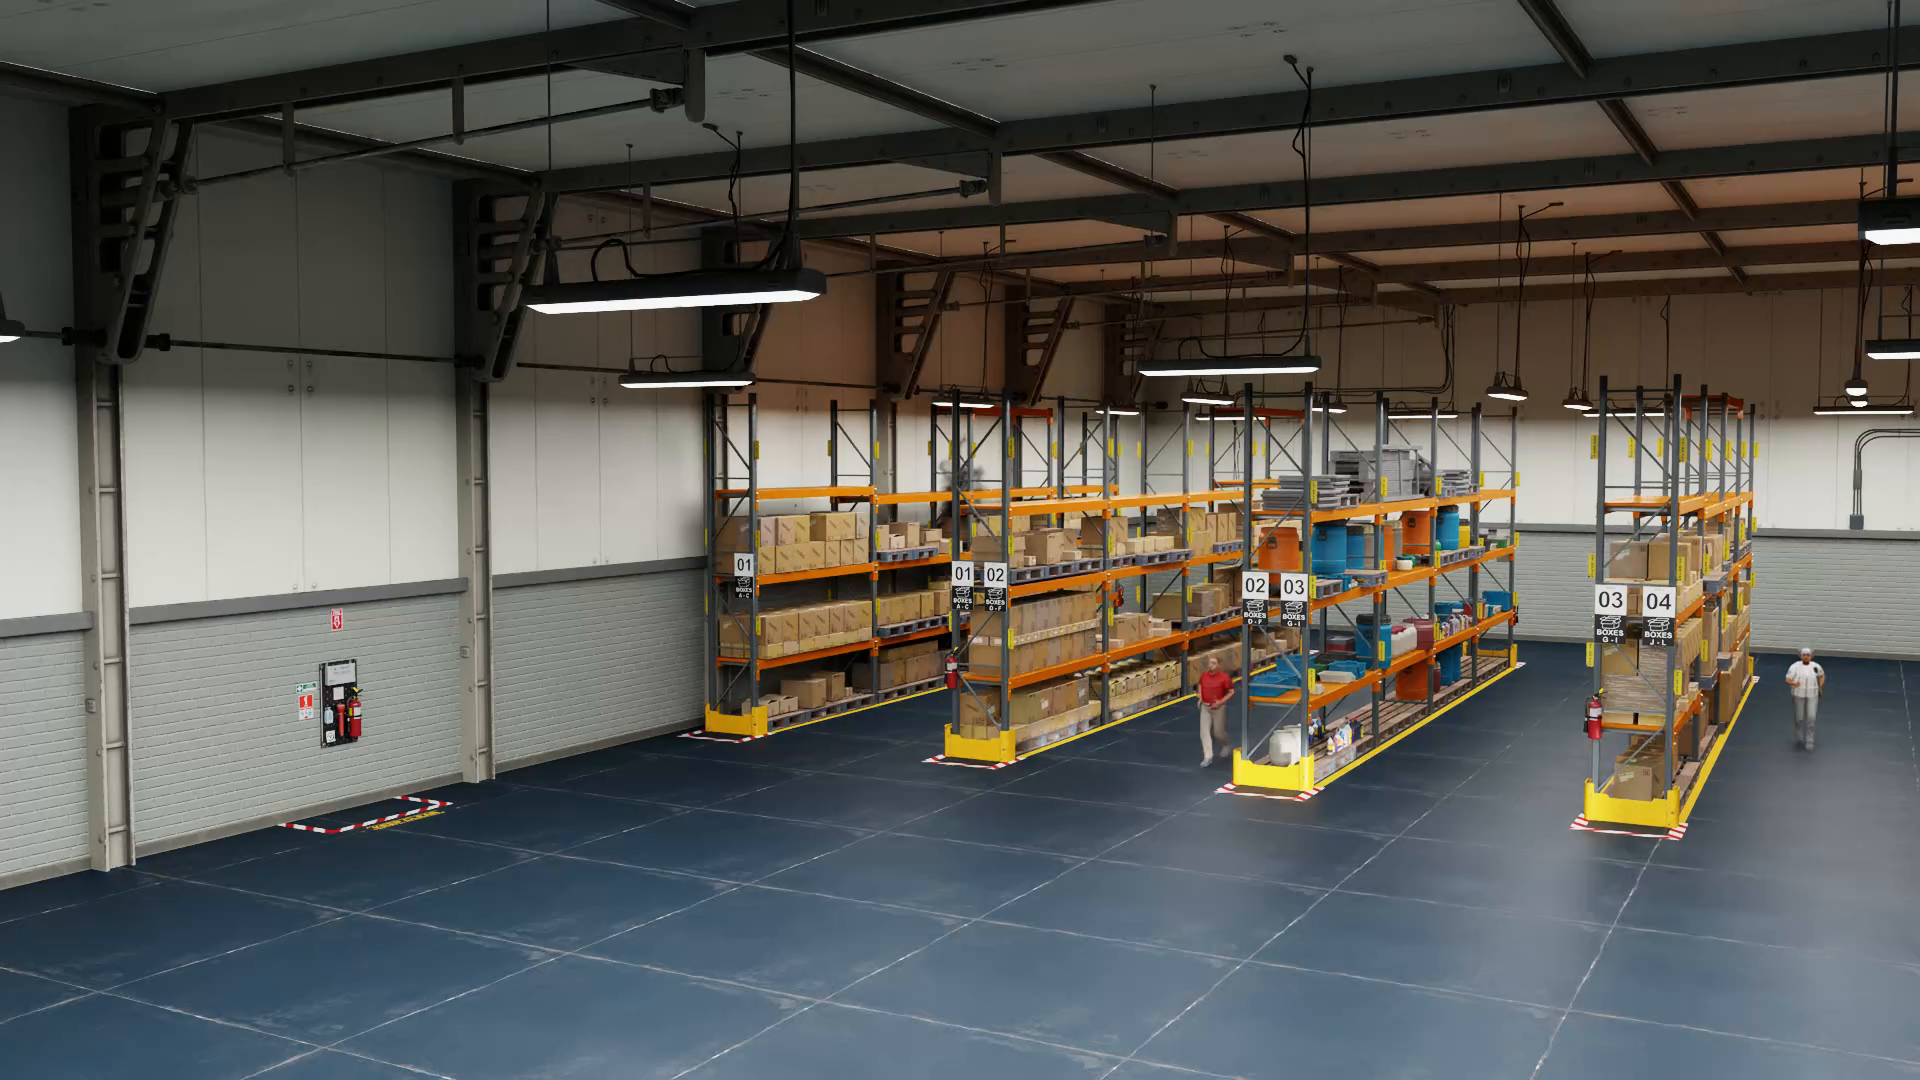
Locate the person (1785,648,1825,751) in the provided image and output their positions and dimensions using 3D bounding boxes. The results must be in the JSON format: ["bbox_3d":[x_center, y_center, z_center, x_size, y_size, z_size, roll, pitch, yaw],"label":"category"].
[{"bbox_3d":[14.225,2.645,27.989,0.606,1.665,0.925,1,3,22],"label":"person"}]

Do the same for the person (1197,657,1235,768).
[{"bbox_3d":[4.067,2.719,26.546,0.672,1.729,0.853,2,4,31],"label":"person"}]
